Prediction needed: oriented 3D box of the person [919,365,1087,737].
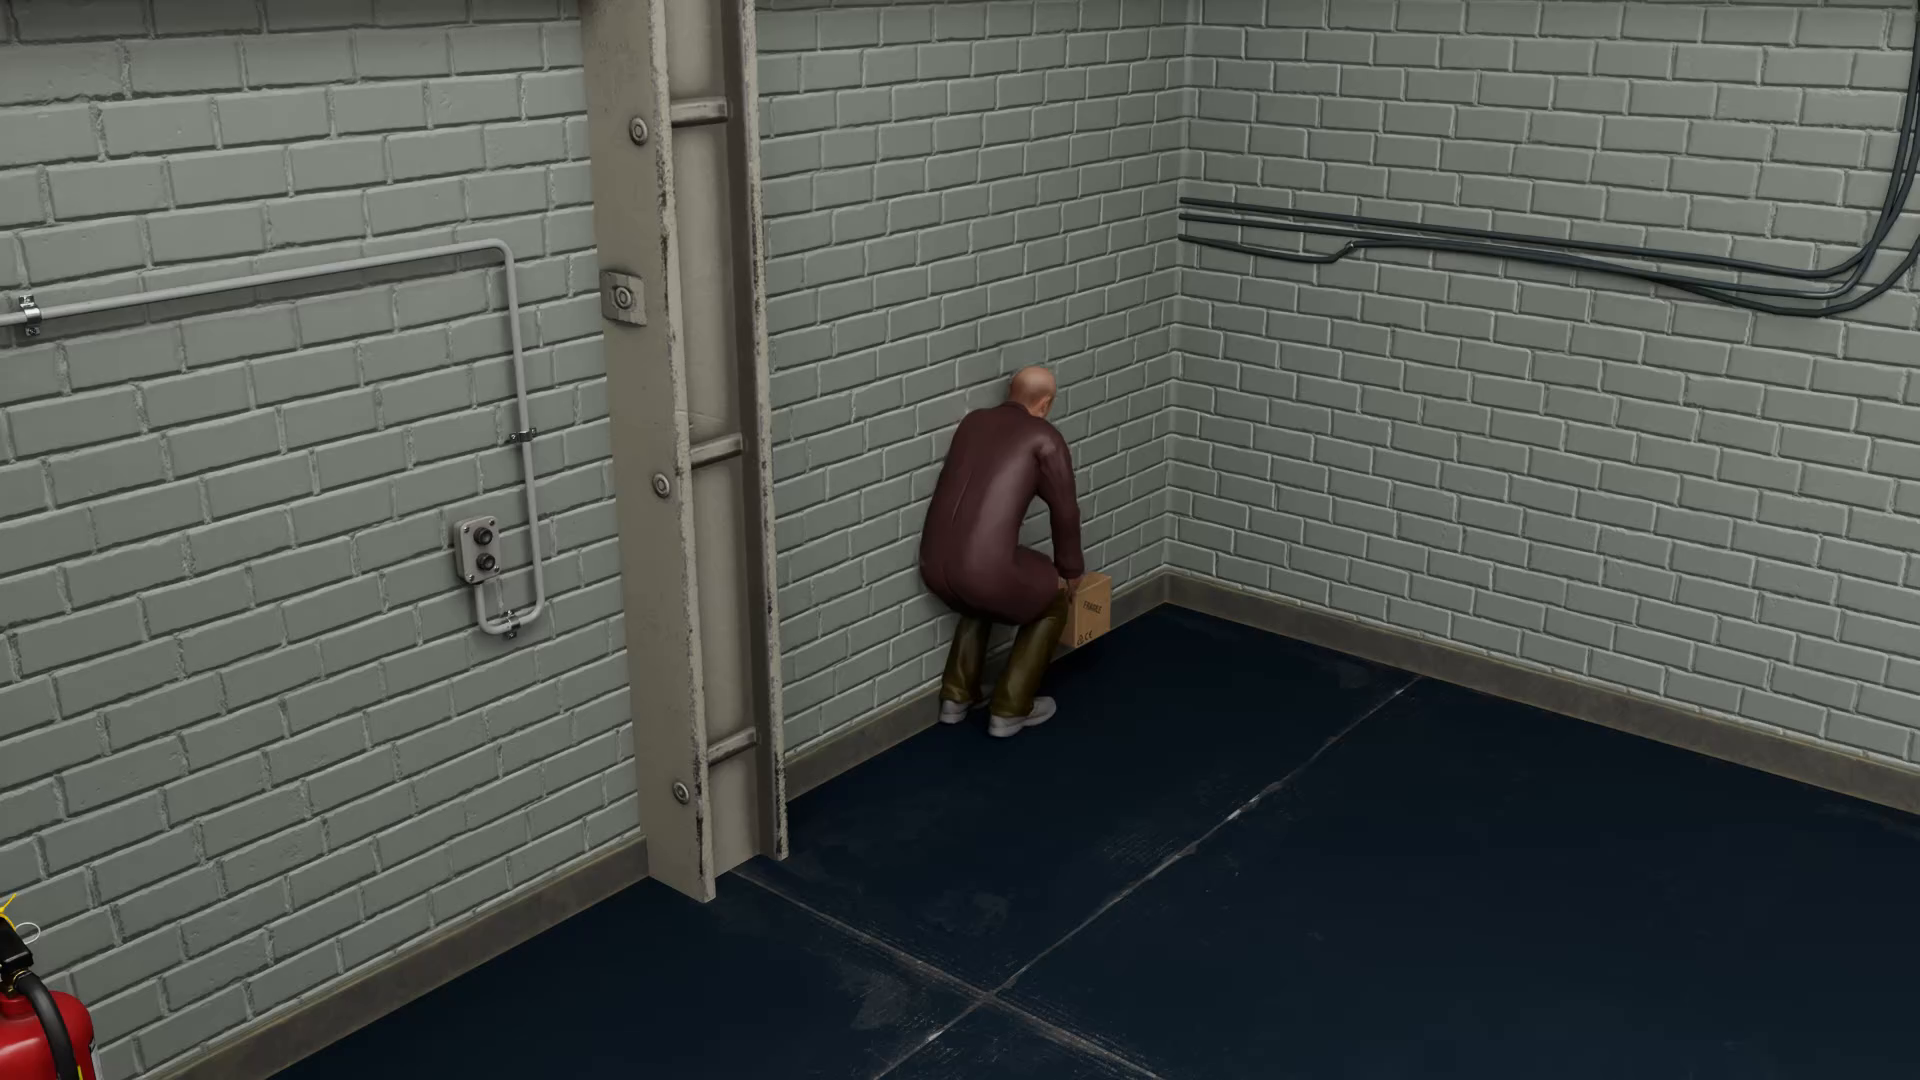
[{"bbox_3d":[0.131,0.051,6.542,0.631,1.382,0.735,16,25,37],"label":"person"}]
